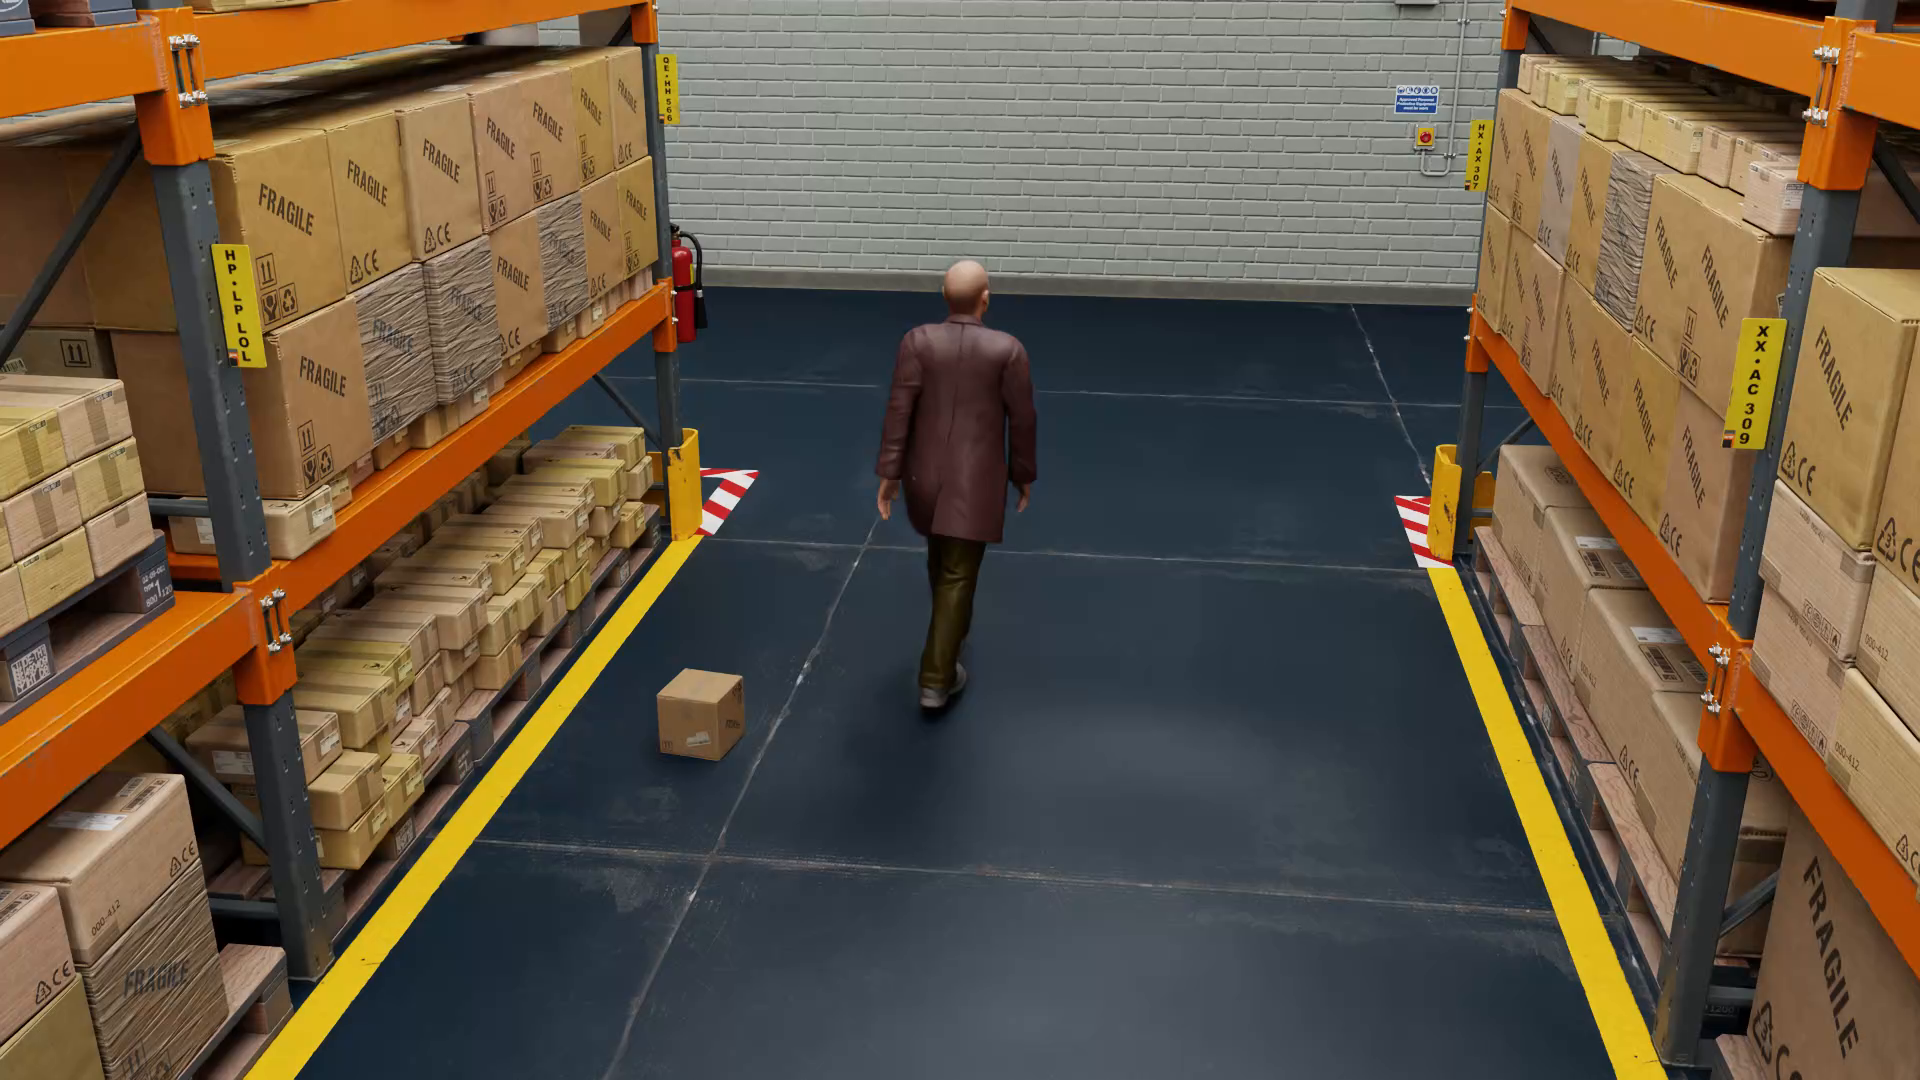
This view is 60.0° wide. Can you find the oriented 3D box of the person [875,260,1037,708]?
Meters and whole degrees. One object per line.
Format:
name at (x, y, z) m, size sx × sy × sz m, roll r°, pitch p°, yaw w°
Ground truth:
person at (0.012, -0.264, 6.782) m, size 0.615 × 1.751 × 0.956 m, roll 7°, pitch 22°, yaw 17°
